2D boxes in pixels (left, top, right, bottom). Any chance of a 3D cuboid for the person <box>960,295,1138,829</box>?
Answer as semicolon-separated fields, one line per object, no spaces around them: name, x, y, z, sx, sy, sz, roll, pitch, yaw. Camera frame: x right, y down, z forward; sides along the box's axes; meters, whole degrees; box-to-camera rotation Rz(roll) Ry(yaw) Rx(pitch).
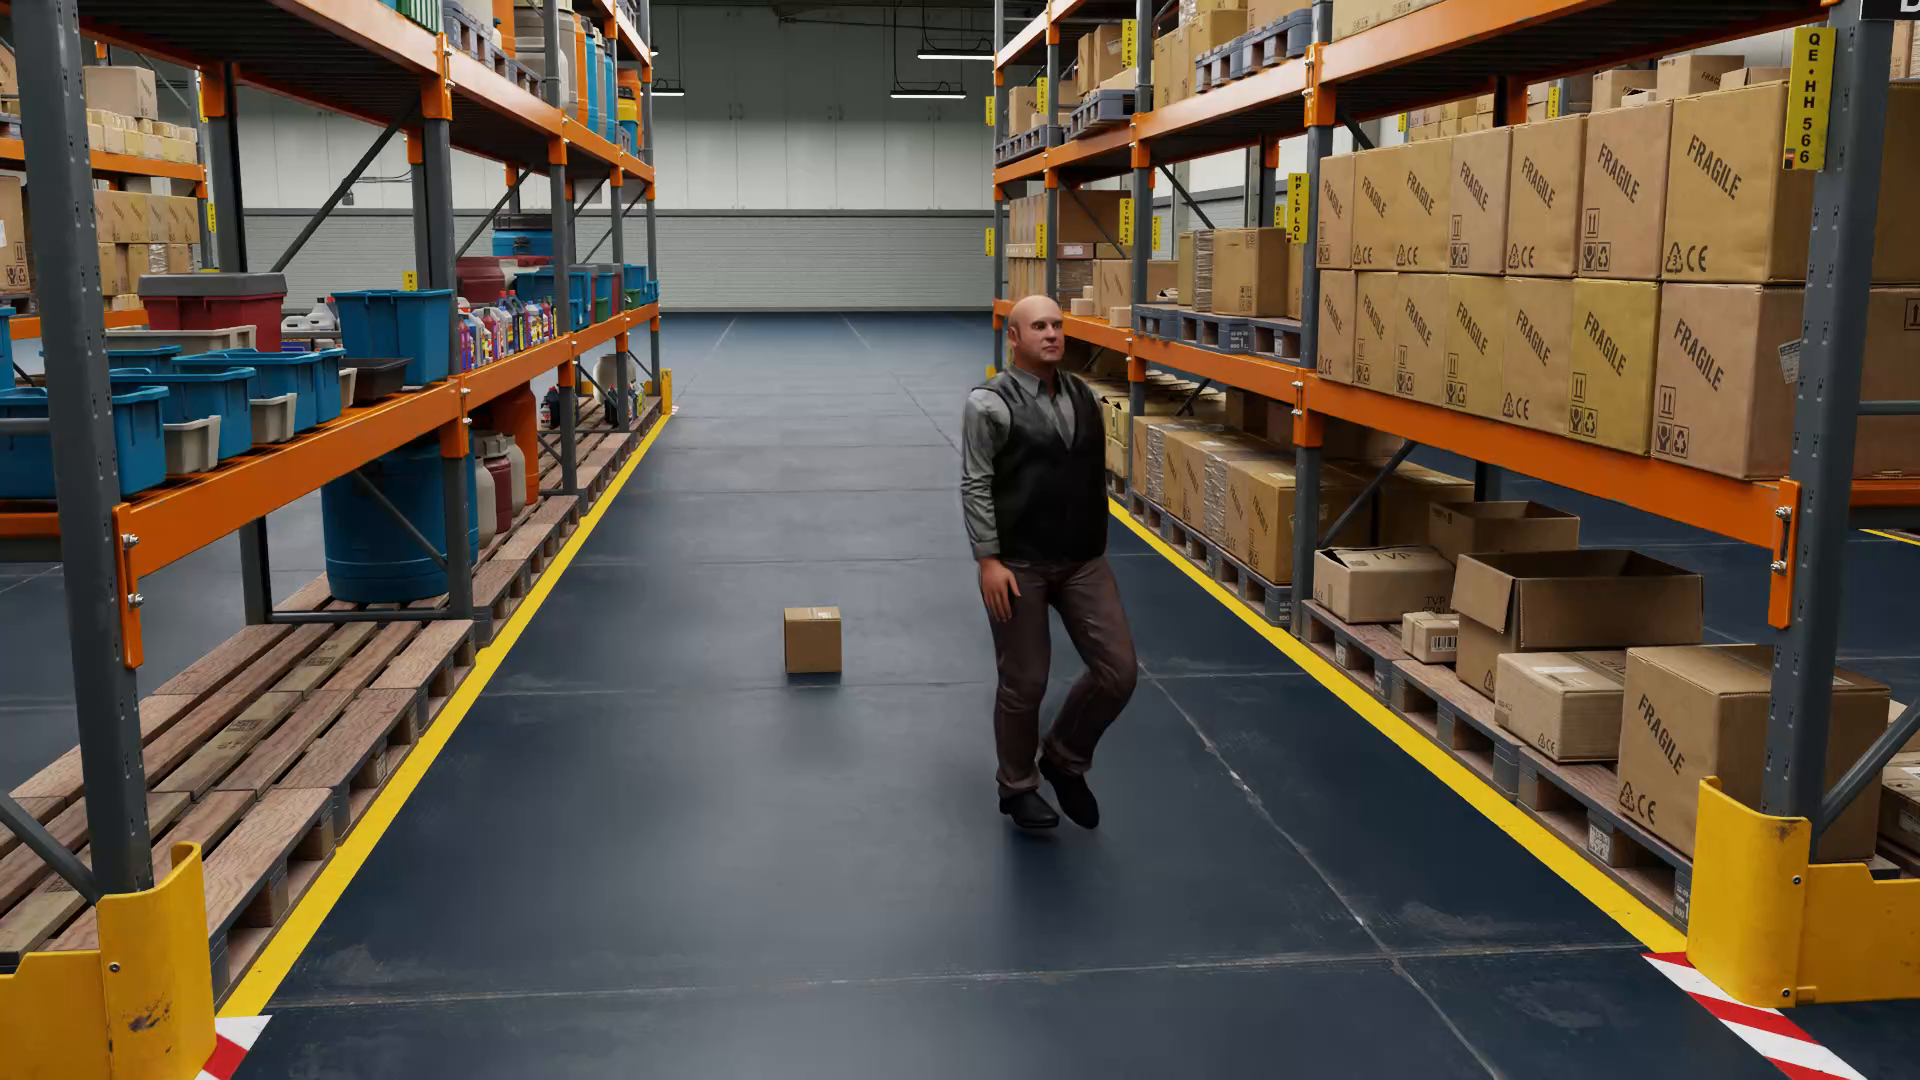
person;0.284;0.104;5.307;0.565;1.749;0.470;-5;11;-27
